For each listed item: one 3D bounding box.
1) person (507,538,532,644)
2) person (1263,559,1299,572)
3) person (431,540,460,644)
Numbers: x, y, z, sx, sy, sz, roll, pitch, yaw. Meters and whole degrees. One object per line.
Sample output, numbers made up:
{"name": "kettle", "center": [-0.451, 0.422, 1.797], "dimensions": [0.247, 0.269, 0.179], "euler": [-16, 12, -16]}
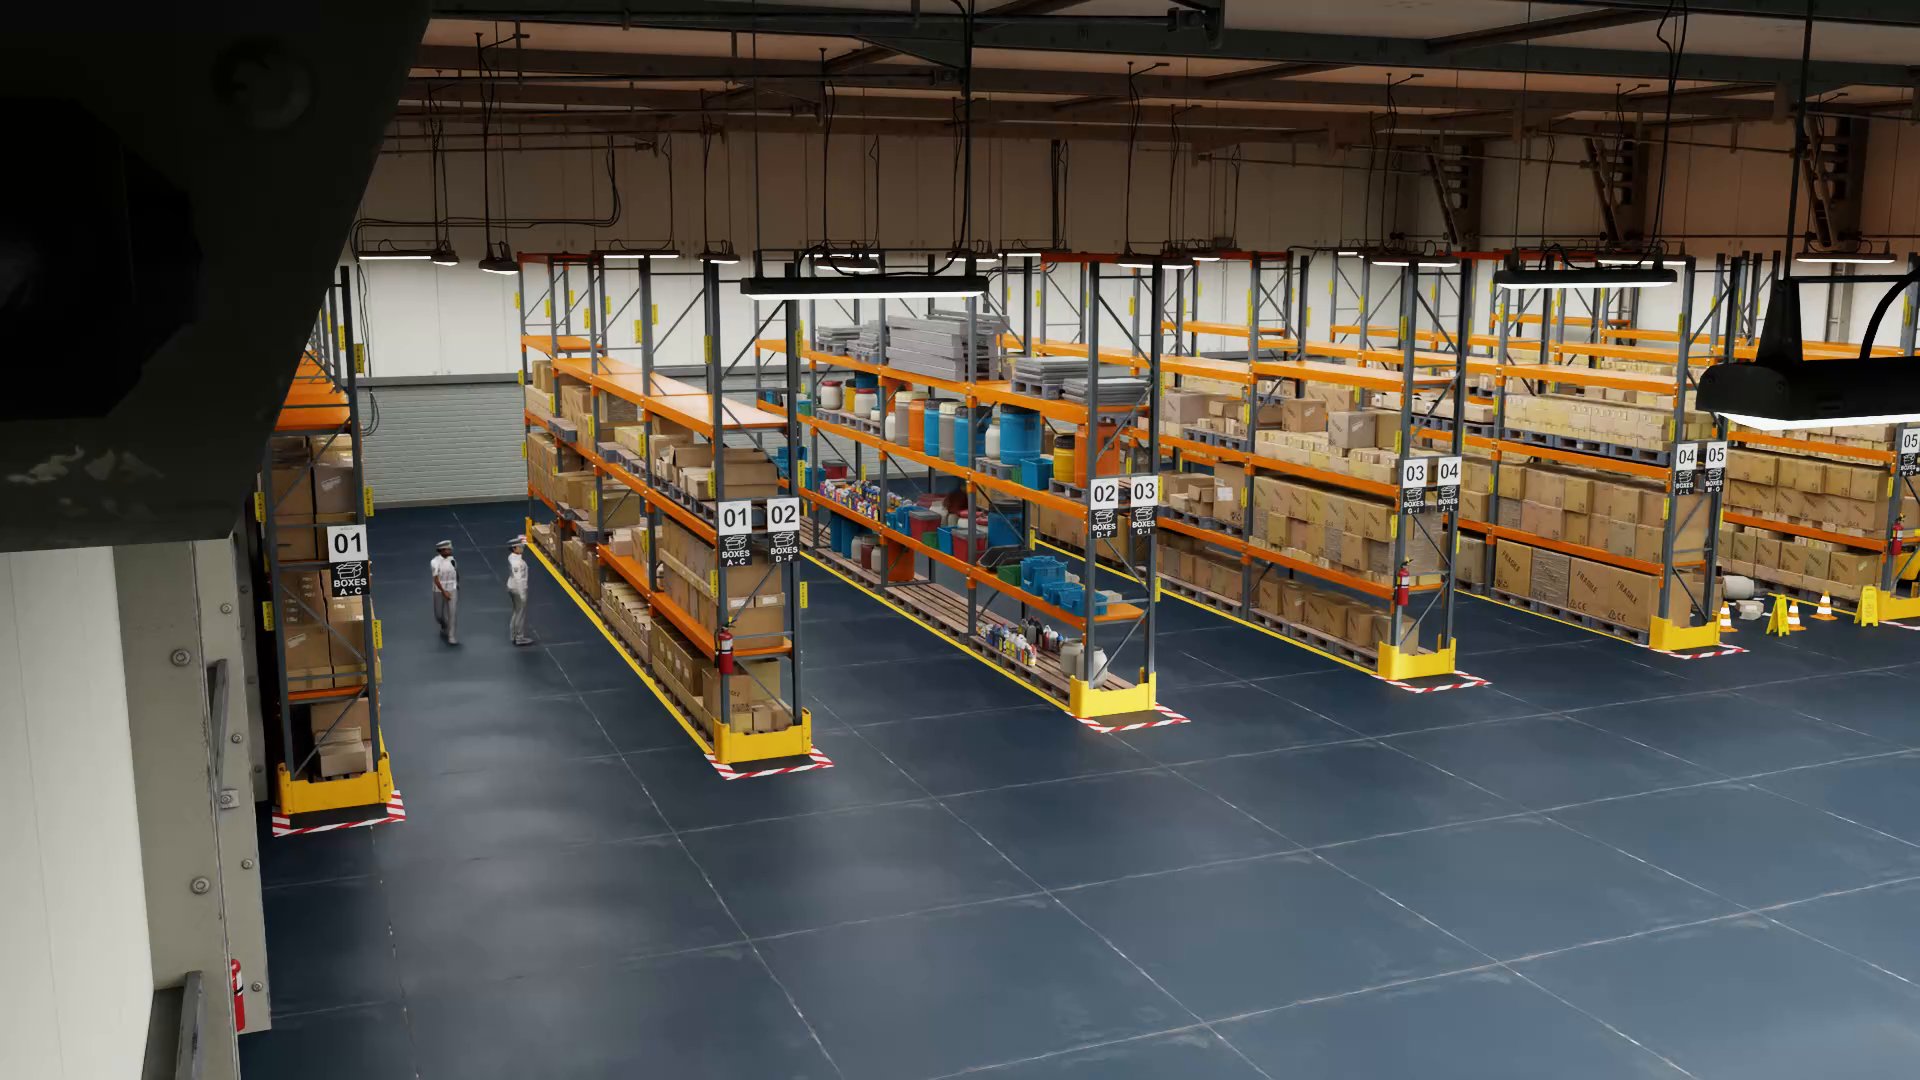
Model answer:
{"name": "person", "center": [-6.890, 0.802, 26.042], "dimensions": [0.353, 1.716, 0.493], "euler": [-7, 12, -33]}
{"name": "person", "center": [6.155, -0.223, 31.759], "dimensions": [0.513, 1.627, 0.940], "euler": [-1, 10, -5]}
{"name": "person", "center": [-8.133, 0.791, 26.317], "dimensions": [0.416, 1.577, 0.957], "euler": [-4, 11, -19]}
